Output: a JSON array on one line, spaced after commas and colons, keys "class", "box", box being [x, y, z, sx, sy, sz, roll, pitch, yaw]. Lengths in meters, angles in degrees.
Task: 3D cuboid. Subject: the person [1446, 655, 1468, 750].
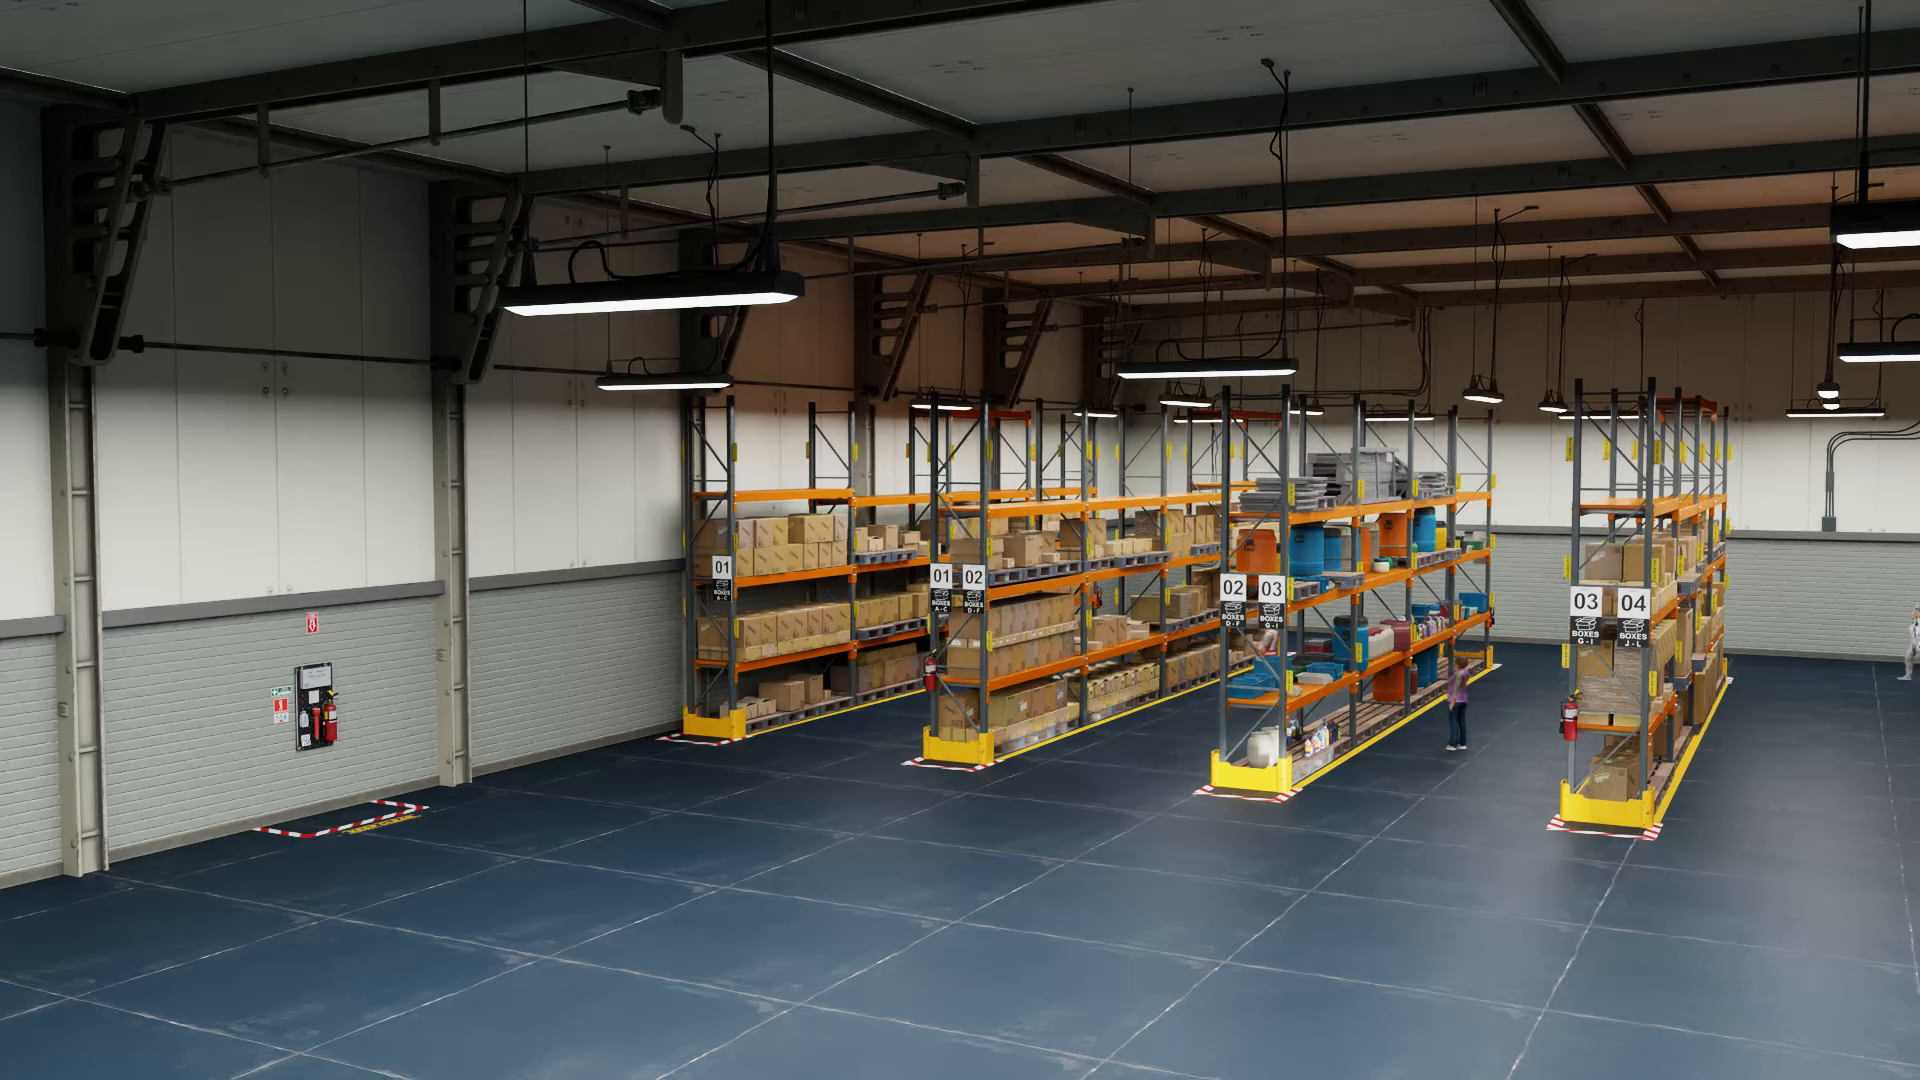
[{"class": "person", "box": [8.363, 2.737, 27.943, 0.420, 1.611, 0.346, -2, 4, -37]}]

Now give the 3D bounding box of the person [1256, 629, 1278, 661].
[{"class": "person", "box": [6.039, 2.383, 32.831, 0.567, 1.795, 0.441, -3, 4, -41]}]

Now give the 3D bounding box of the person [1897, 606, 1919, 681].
[{"class": "person", "box": [20.927, 2.254, 36.204, 0.873, 1.646, 0.493, 1, 3, 11]}]
